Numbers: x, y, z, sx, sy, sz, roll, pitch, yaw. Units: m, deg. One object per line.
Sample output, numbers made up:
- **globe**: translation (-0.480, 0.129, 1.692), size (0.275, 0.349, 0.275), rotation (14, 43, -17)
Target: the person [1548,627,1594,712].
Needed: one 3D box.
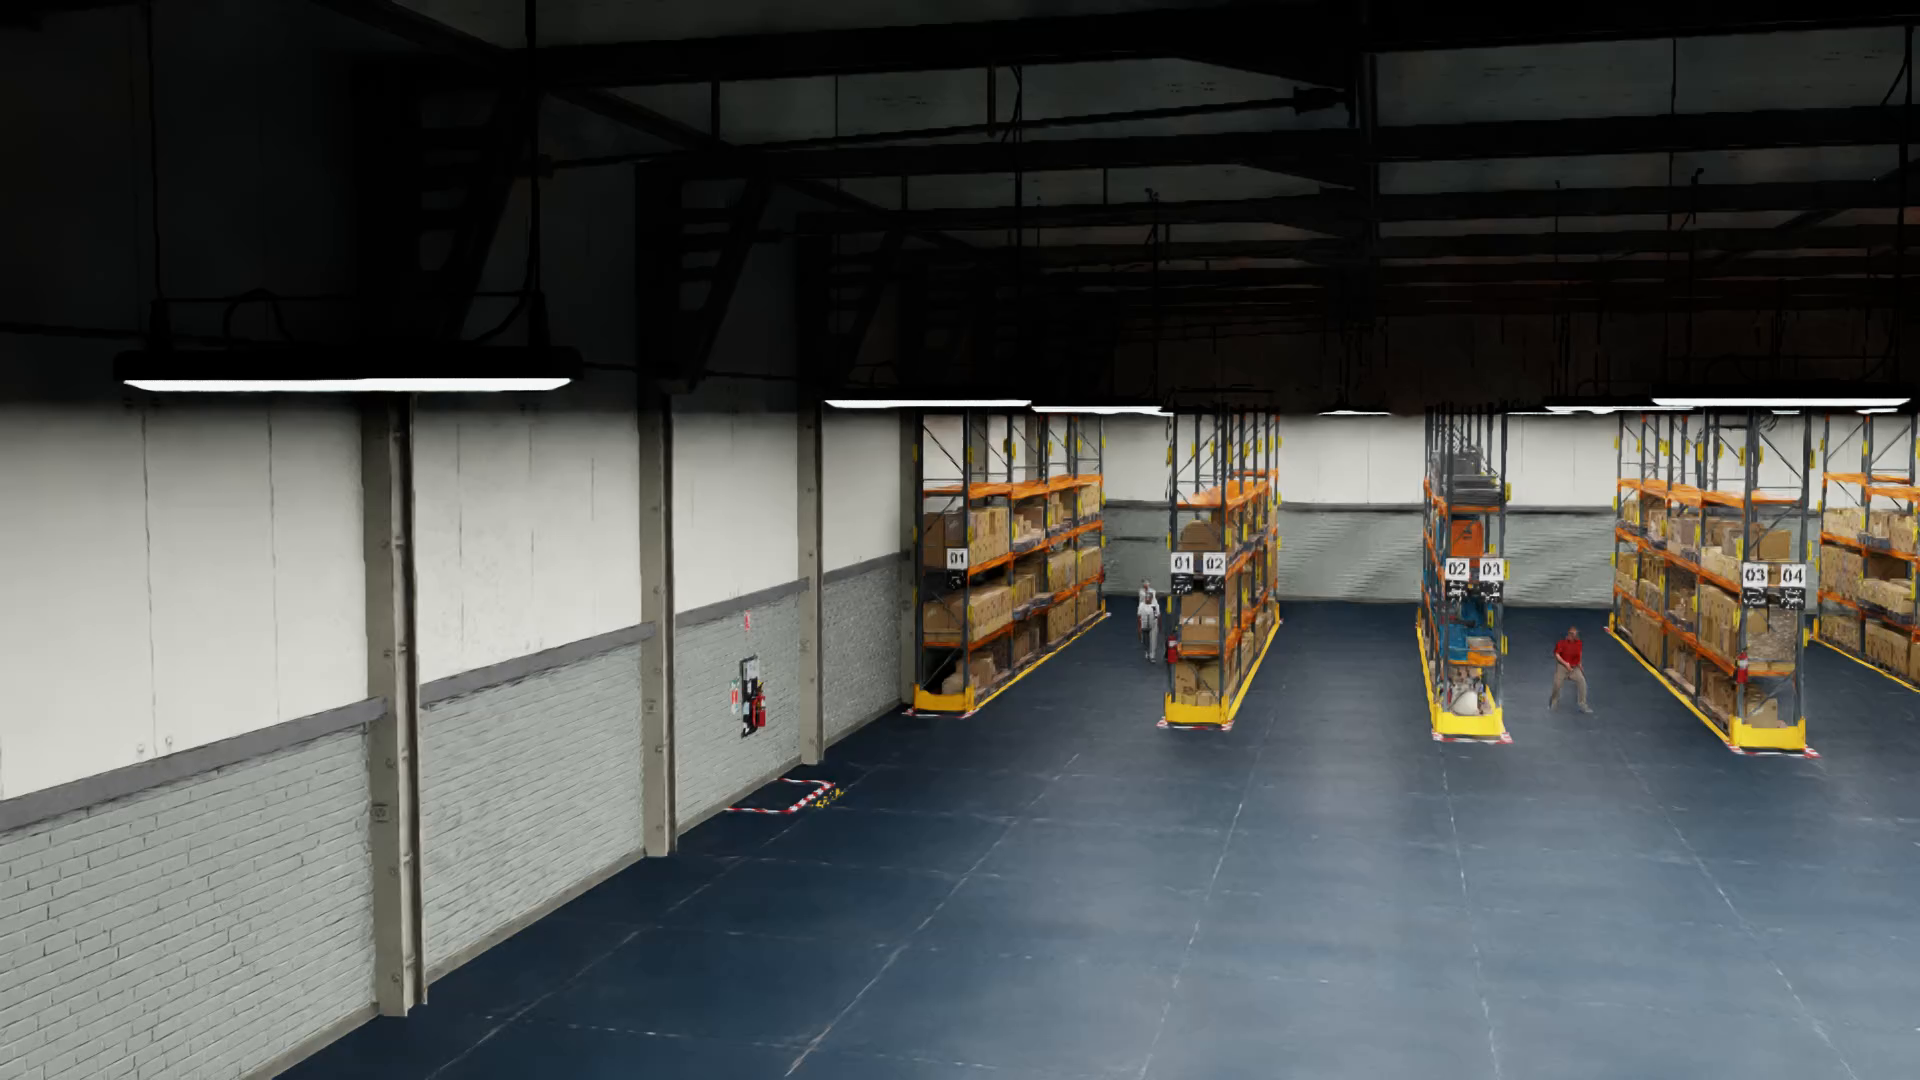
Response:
- **person**: translation (11.856, 2.498, 32.343), size (0.706, 1.664, 0.827), rotation (0, 4, -4)

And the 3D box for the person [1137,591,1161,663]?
- **person**: translation (4.401, 2.002, 38.818), size (0.542, 1.675, 1.126), rotation (1, 4, 16)

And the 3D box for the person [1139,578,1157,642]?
- **person**: translation (4.780, 1.772, 42.391), size (0.500, 1.625, 0.998), rotation (1, 4, 13)
